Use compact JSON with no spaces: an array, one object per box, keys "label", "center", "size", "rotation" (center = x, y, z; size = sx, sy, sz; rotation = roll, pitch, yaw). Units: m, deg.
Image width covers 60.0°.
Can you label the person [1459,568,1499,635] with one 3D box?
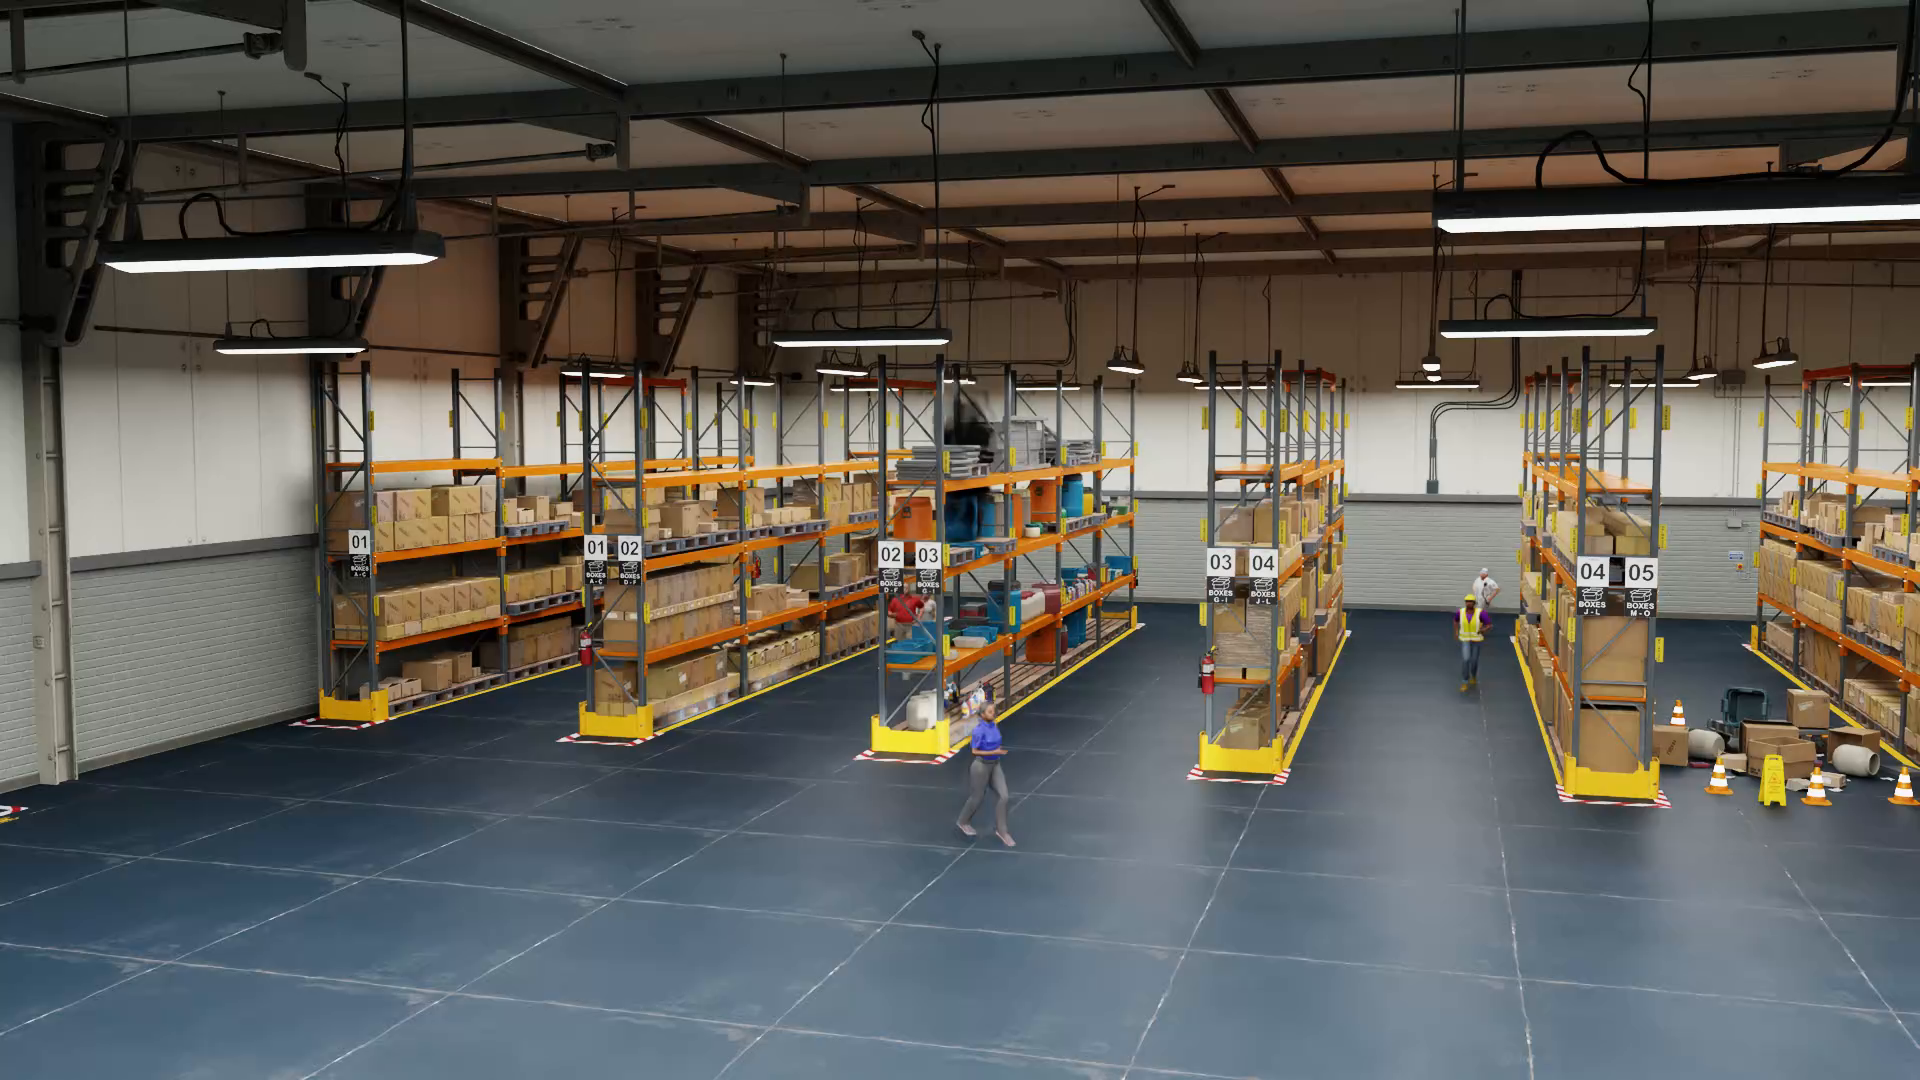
[{"label":"person","center":[12.140,1.439,38.659],"size":[0.966,1.618,0.708],"rotation":[-2,5,-29]}]

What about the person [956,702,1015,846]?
[{"label":"person","center":[0.289,2.807,19.763],"size":[0.794,1.637,0.564],"rotation":[4,6,42]}]

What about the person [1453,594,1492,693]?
[{"label":"person","center":[9.545,1.898,30.995],"size":[0.691,1.801,0.854],"rotation":[1,4,19]}]

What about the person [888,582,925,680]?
[{"label":"person","center":[-1.004,1.671,30.450],"size":[0.664,1.786,0.865],"rotation":[1,4,9]}]

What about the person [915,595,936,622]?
[{"label":"person","center":[-0.702,1.779,33.531],"size":[0.529,1.610,0.809],"rotation":[0,4,5]}]
